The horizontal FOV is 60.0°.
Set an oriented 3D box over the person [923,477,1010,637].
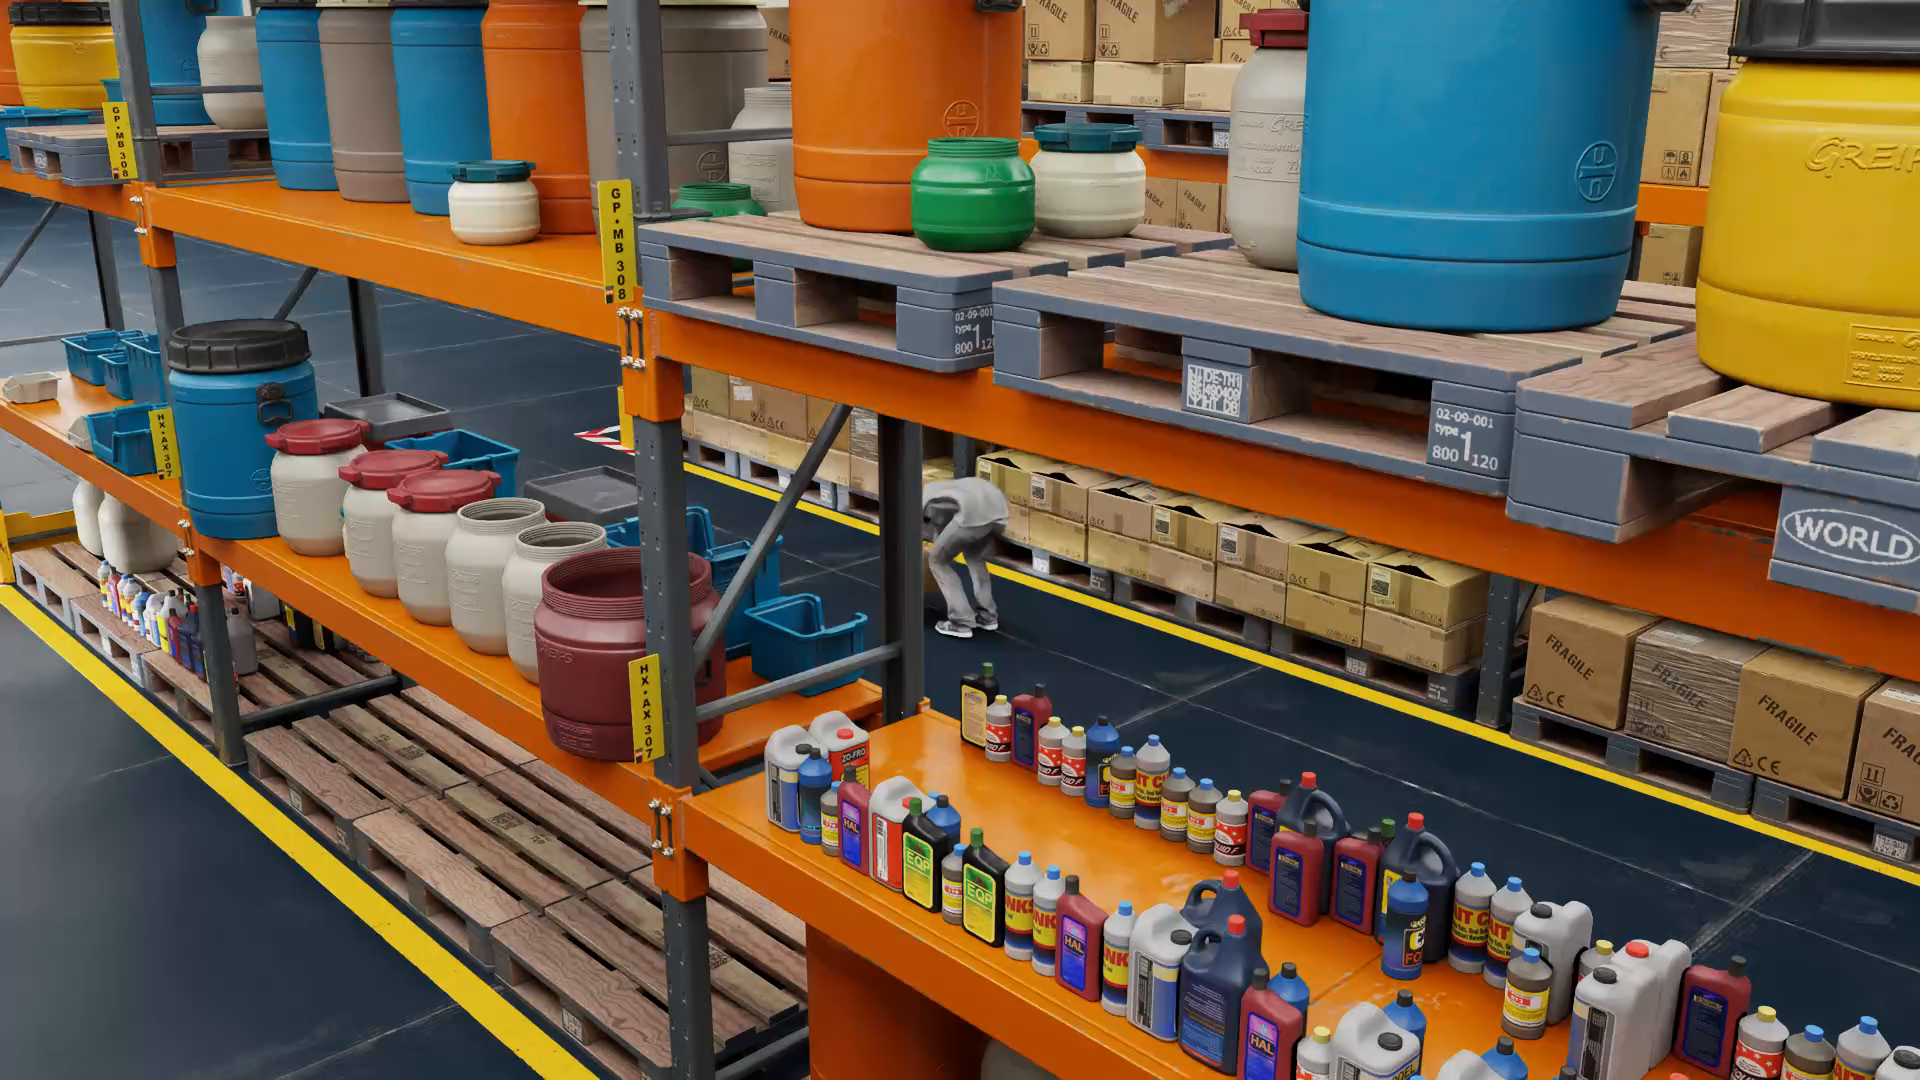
[{"bbox_3d":[-0.074,0.057,9.961,0.411,0.948,0.866,-17,24,-42],"label":"person"}]
